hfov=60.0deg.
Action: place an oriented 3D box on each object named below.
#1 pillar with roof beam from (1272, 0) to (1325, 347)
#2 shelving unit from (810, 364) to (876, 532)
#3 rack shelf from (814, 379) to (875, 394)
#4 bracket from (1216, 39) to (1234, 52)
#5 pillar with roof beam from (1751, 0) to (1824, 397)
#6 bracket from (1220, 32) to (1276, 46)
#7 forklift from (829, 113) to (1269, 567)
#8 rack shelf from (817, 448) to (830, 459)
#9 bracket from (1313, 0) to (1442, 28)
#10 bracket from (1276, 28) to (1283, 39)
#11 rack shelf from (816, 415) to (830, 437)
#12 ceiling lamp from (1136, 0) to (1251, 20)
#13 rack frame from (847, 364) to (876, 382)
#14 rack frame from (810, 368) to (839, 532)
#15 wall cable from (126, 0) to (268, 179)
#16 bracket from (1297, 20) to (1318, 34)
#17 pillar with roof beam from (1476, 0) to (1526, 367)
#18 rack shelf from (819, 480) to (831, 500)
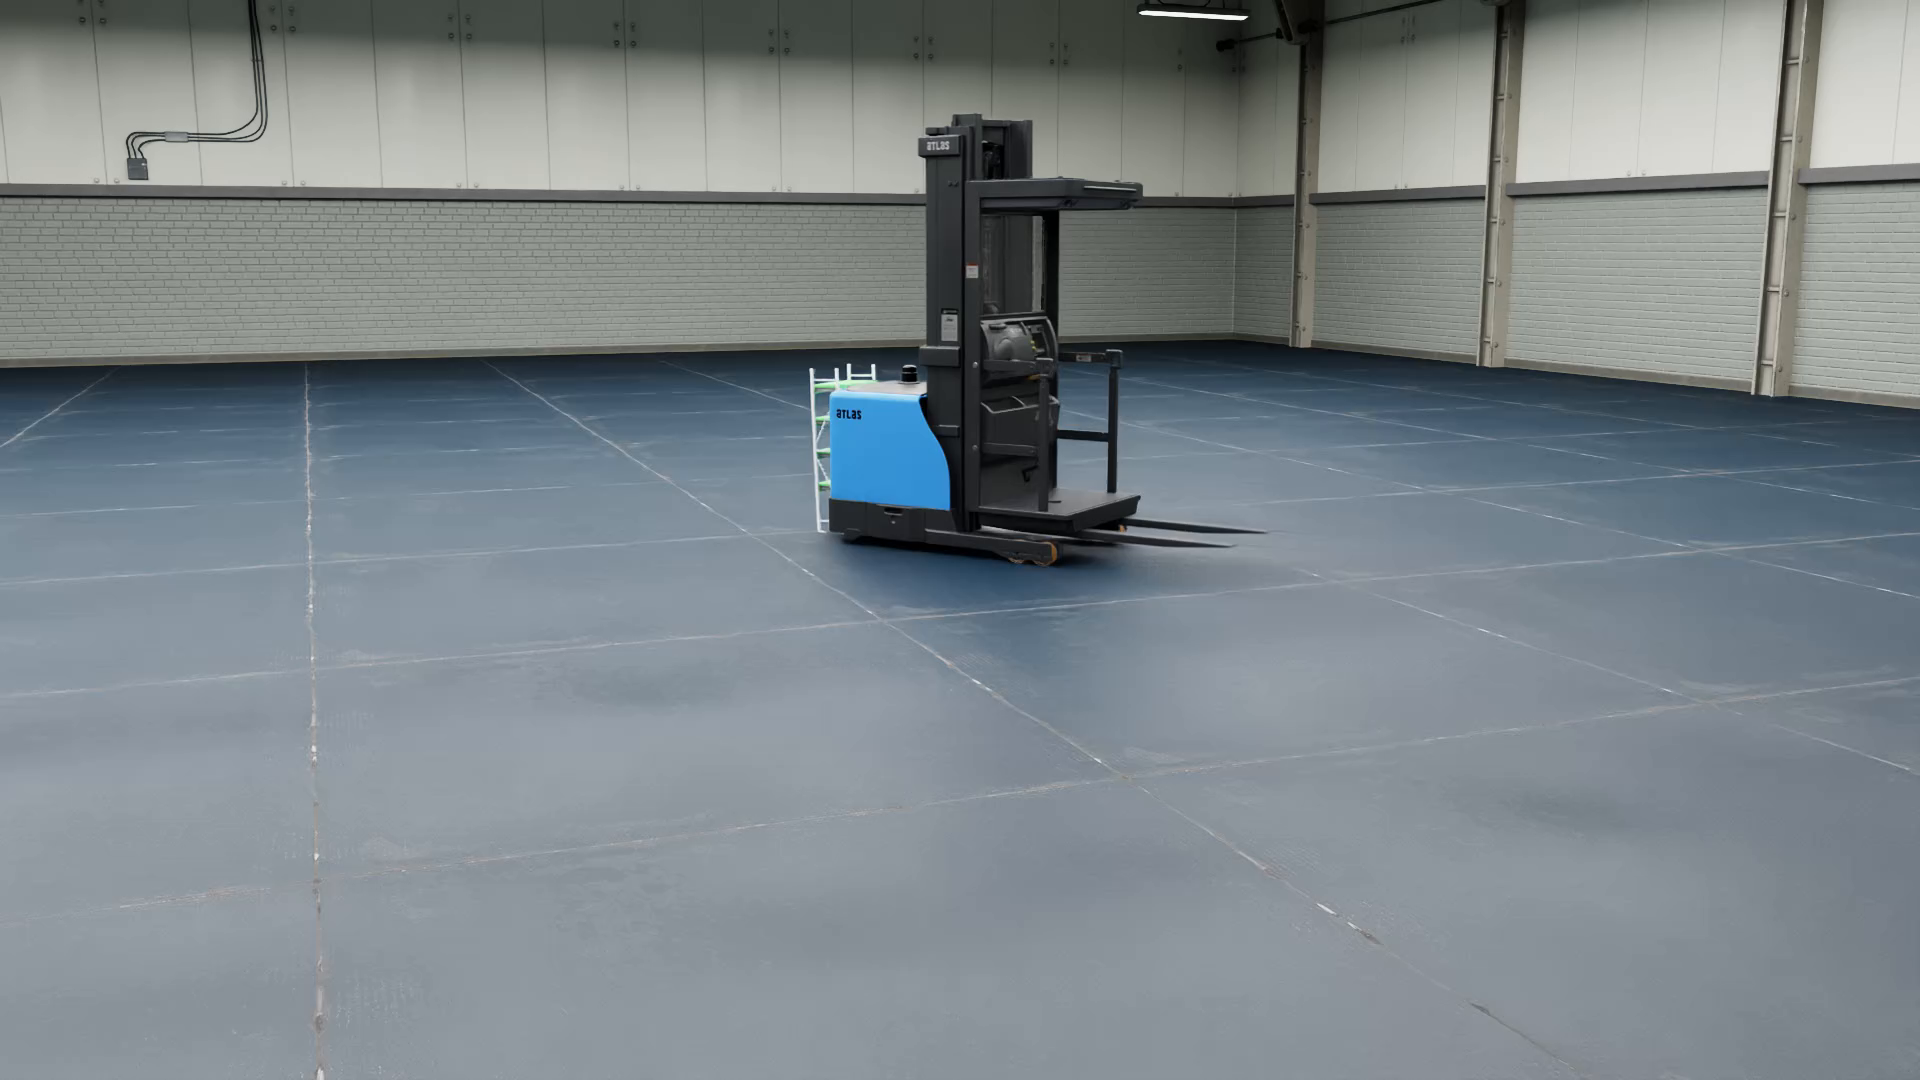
[{"bbox_3d":[3.034,-8.156,32.074,9.100,9.000,0.548,-4,11,-21],"label":"pillar with roof beam"},{"bbox_3d":[-0.840,-0.684,12.312,0.258,1.200,0.503,3,10,30],"label":"shelving unit"},{"bbox_3d":[-0.855,-1.095,12.248,0.258,0.148,0.480,3,10,30],"label":"rack shelf"},{"bbox_3d":[5.706,-10.633,35.723,0.235,0.232,0.430,-4,11,-21],"label":"bracket"},{"bbox_3d":[7.382,-6.197,21.062,9.100,9.000,0.400,-4,11,-21],"label":"pillar with roof beam"},{"bbox_3d":[5.920,-10.537,35.181,0.076,0.066,3.189,-4,11,-21],"label":"bracket"},{"bbox_3d":[0.585,-1.373,11.271,3.031,2.935,1.130,6,12,32],"label":"forklift"},{"bbox_3d":[-0.838,-0.621,12.322,0.258,0.148,0.480,3,10,30],"label":"rack shelf"},{"bbox_3d":[7.799,-9.690,30.423,0.076,0.066,4.783,-4,11,-21],"label":"bracket"},{"bbox_3d":[6.565,-10.246,33.549,0.235,0.232,0.430,-4,11,-21],"label":"bracket"},{"bbox_3d":[-0.846,-0.858,12.285,0.258,0.148,0.480,3,10,30],"label":"rack shelf"},{"bbox_3d":[3.823,-10.357,27.783,2.000,3.185,0.800,-4,11,-21],"label":"ceiling lamp"},{"bbox_3d":[-0.719,-0.721,12.521,0.240,1.200,0.015,3,10,30],"label":"rack frame"},{"bbox_3d":[-0.962,-0.647,12.104,0.240,1.200,0.015,3,10,30],"label":"rack frame"},{"bbox_3d":[-13.294,-9.269,28.621,2.305,6.003,0.169,-4,11,-21],"label":"wall cable"},{"bbox_3d":[6.866,-10.111,32.787,0.235,0.232,0.430,-4,11,-21],"label":"bracket"},{"bbox_3d":[5.208,-7.176,26.568,9.100,9.000,0.548,-4,11,-21],"label":"pillar with roof beam"},{"bbox_3d":[-0.830,-0.384,12.360,0.258,0.148,0.480,3,10,30],"label":"rack shelf"}]
